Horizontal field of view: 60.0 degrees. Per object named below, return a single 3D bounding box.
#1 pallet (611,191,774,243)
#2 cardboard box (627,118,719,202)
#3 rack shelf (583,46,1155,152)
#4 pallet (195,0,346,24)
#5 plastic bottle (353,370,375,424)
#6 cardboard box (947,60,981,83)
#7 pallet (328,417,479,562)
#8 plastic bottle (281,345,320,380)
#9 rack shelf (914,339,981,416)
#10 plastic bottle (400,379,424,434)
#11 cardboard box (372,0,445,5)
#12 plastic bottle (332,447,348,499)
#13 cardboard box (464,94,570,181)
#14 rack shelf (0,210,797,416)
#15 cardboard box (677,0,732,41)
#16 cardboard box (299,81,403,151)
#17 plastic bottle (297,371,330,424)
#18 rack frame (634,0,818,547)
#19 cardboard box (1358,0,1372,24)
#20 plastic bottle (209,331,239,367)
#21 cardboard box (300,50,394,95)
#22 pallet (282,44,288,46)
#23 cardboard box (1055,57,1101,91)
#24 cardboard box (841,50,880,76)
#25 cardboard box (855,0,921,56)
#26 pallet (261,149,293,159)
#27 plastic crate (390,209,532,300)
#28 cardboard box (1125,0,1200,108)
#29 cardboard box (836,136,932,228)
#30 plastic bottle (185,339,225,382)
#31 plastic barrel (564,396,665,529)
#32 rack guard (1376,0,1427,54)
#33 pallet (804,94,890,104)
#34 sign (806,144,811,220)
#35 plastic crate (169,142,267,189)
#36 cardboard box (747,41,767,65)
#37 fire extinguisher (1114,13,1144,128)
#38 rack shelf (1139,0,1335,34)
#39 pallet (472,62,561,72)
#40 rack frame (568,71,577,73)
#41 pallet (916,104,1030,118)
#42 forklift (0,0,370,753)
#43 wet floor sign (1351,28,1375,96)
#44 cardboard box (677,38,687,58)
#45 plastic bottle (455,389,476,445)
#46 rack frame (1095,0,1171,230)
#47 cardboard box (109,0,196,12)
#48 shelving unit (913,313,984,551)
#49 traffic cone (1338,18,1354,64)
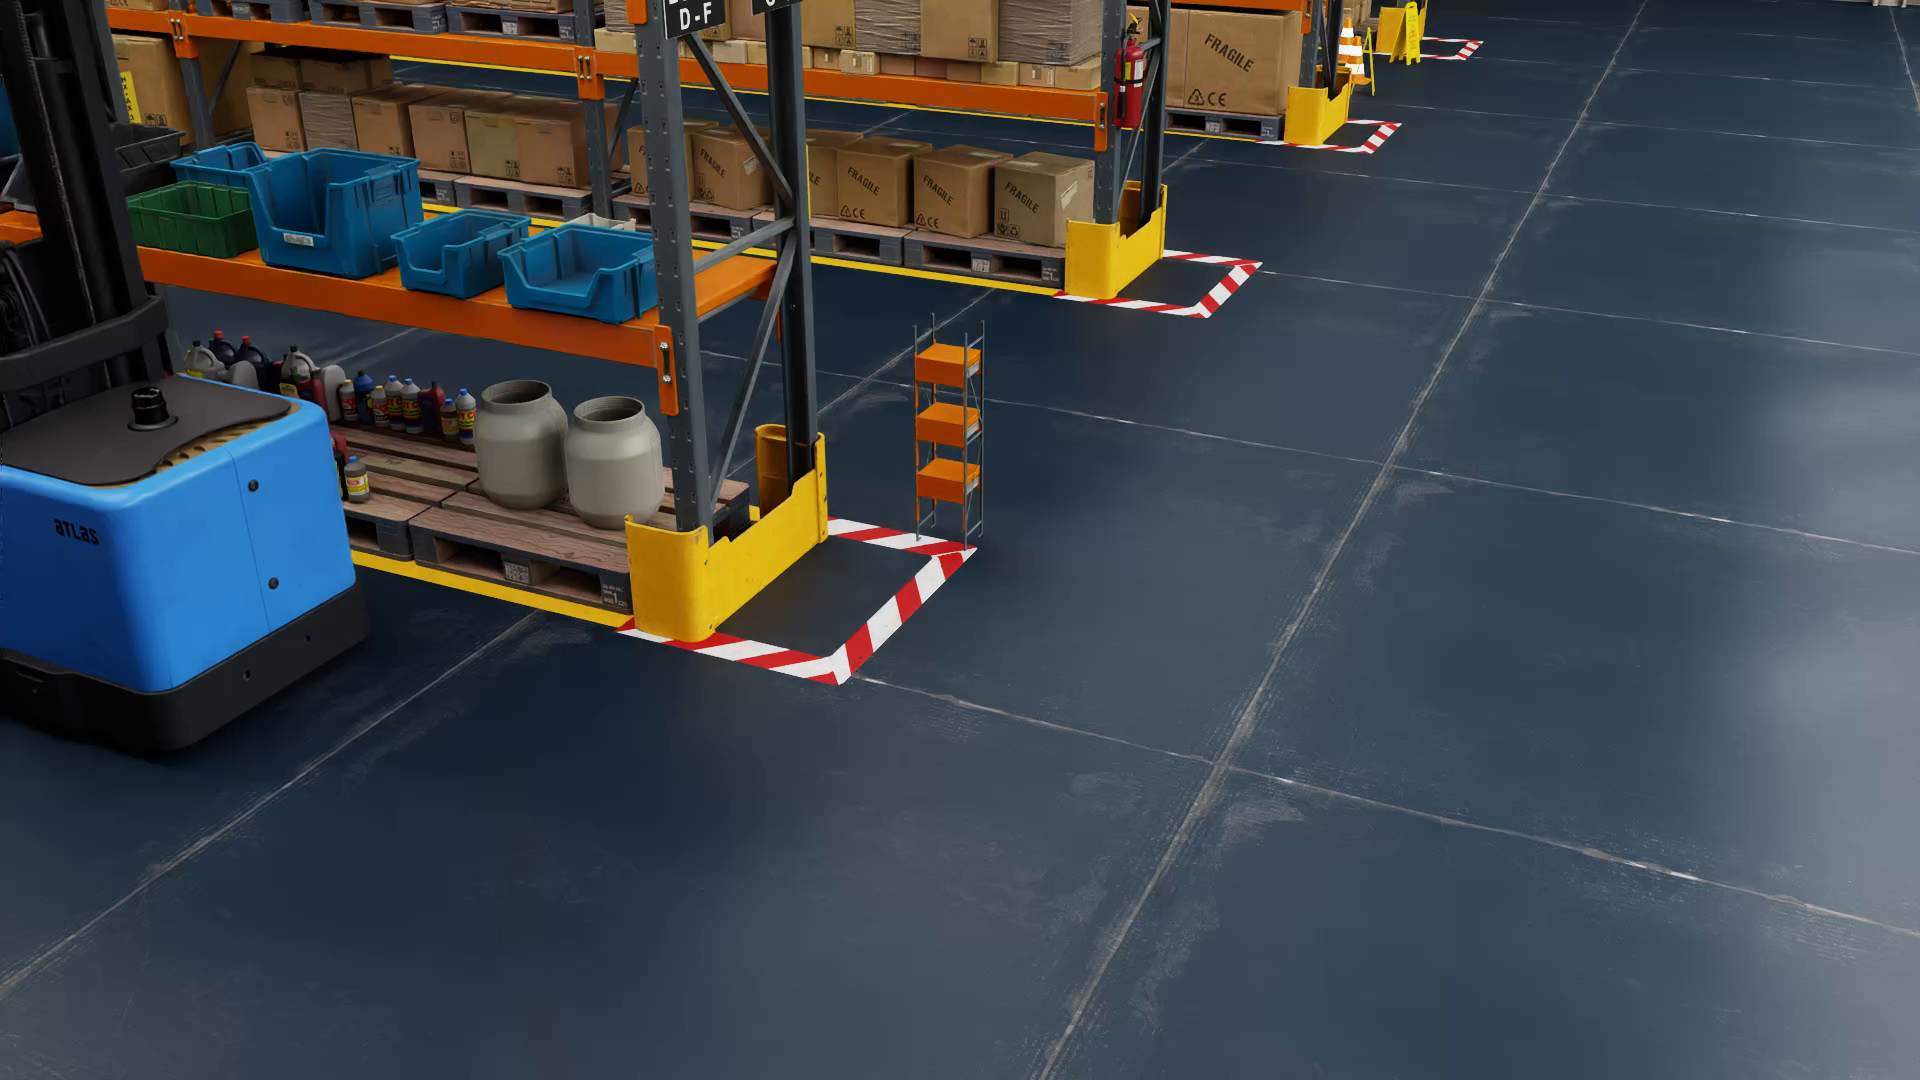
[{"bbox_3d":[-1.871,-2.545,12.681,1.213,0.211,1.003,11,28,22],"label":"pallet"},{"bbox_3d":[-2.150,-2.883,12.563,0.500,0.500,0.500,10,28,20],"label":"cardboard box"},{"bbox_3d":[-0.676,-3.216,11.701,4.000,0.370,1.077,11,28,22],"label":"rack shelf"},{"bbox_3d":[-5.445,-4.463,13.636,1.003,0.211,1.213,11,28,22],"label":"pallet"},{"bbox_3d":[-3.015,-0.730,8.428,0.097,0.271,0.097,0,26,0],"label":"plastic bottle"},{"bbox_3d":[0.102,-3.153,11.042,0.250,0.149,0.380,11,28,22],"label":"cardboard box"},{"bbox_3d":[-2.839,-0.300,8.121,1.213,0.211,1.003,11,28,22],"label":"pallet"},{"bbox_3d":[-3.373,-0.826,8.533,0.185,0.351,0.144,11,28,21],"label":"plastic bottle"},{"bbox_3d":[-0.048,-0.726,7.418,0.240,0.259,0.215,11,28,22],"label":"rack shelf"},{"bbox_3d":[-2.740,-0.675,8.315,0.097,0.271,0.097,0,26,0],"label":"plastic bottle"},{"bbox_3d":[-4.113,-4.419,12.738,0.637,0.503,0.797,15,30,27],"label":"cardboard box"},{"bbox_3d":[-2.873,-0.334,7.610,0.133,0.283,0.061,12,29,23],"label":"plastic bottle"},{"bbox_3d":[-3.474,-3.196,13.178,0.500,0.500,0.700,11,28,21],"label":"cardboard box"},{"bbox_3d":[-2.727,-1.225,7.656,4.000,0.370,1.077,11,28,22],"label":"rack shelf"},{"bbox_3d":[-1.672,-3.870,11.765,0.500,0.500,0.875,11,28,22],"label":"cardboard box"},{"bbox_3d":[-5.010,-3.501,13.798,0.500,0.500,0.700,9,28,18],"label":"cardboard box"},{"bbox_3d":[-3.270,-0.722,8.397,0.133,0.283,0.061,11,28,22],"label":"plastic bottle"},{"bbox_3d":[-0.906,-1.182,6.755,0.127,3.000,1.000,11,28,22],"label":"rack frame"},{"bbox_3d":[4.626,-6.372,19.933,0.500,0.250,0.500,11,28,21],"label":"cardboard box"},{"bbox_3d":[-3.842,-0.920,8.724,0.185,0.351,0.144,11,28,20],"label":"plastic bottle"},{"bbox_3d":[-5.029,-3.845,13.647,0.500,0.250,0.500,15,30,28],"label":"cardboard box"},{"bbox_3d":[-8.260,-6.201,20.106,1.213,0.211,1.003,11,28,22],"label":"pallet"},{"bbox_3d":[0.799,-3.030,10.793,0.250,0.149,0.380,11,28,22],"label":"cardboard box"},{"bbox_3d":[-0.610,-3.262,11.264,0.250,0.149,0.380,11,28,22],"label":"cardboard box"},{"bbox_3d":[-0.287,-3.615,11.247,0.500,0.500,0.875,11,28,22],"label":"cardboard box"},{"bbox_3d":[-5.428,-3.242,14.095,1.213,0.211,1.003,11,28,22],"label":"pallet"},{"bbox_3d":[-2.074,-1.207,6.975,0.408,0.251,0.499,11,28,22],"label":"plastic crate"},{"bbox_3d":[1.843,-4.642,15.713,0.875,0.875,0.875,11,28,21],"label":"cardboard box"},{"bbox_3d":[-0.538,-2.579,11.947,0.500,0.500,0.500,14,30,27],"label":"cardboard box"},{"bbox_3d":[-3.901,-0.862,8.607,0.185,0.351,0.144,11,28,22],"label":"plastic bottle"},{"bbox_3d":[-1.537,-0.344,7.394,0.421,0.512,0.421,0,26,0],"label":"plastic barrel"},{"bbox_3d":[5.177,-6.051,19.474,0.348,0.500,1.175,11,28,22],"label":"rack guard"},{"bbox_3d":[-1.086,-4.740,17.139,1.213,0.211,1.003,11,28,22],"label":"pallet"},{"bbox_3d":[-0.674,-1.527,7.141,0.005,0.325,0.100,11,28,22],"label":"sign"},{"bbox_3d":[-3.427,-1.753,8.084,0.616,0.251,0.499,11,28,22],"label":"plastic crate"},{"bbox_3d":[-1.278,-3.413,11.571,0.250,0.149,0.380,11,28,22],"label":"cardboard box"},{"bbox_3d":[1.058,-2.933,10.398,0.183,0.674,0.296,11,28,22],"label":"fire extinguisher"},{"bbox_3d":[1.469,-5.192,15.715,4.000,0.370,1.077,11,28,22],"label":"rack shelf"},{"bbox_3d":[-4.704,-5.505,18.691,1.213,0.211,1.003,11,28,22],"label":"pallet"},{"bbox_3d":[-3.993,-6.612,17.784,0.127,3.000,1.000,11,28,22],"label":"rack frame"},{"bbox_3d":[0.308,-4.459,16.568,1.213,0.211,1.003,11,28,22],"label":"pallet"},{"bbox_3d":[-3.977,-0.968,6.398,3.031,2.935,1.130,12,29,23],"label":"forklift"},{"bbox_3d":[4.135,-4.884,16.939,0.232,0.644,0.267,6,27,13],"label":"wet floor sign"},{"bbox_3d":[-1.965,-3.546,11.842,0.250,0.149,0.380,11,28,22],"label":"cardboard box"},{"bbox_3d":[-2.428,-0.612,8.188,0.097,0.271,0.097,0,26,0],"label":"plastic bottle"},{"bbox_3d":[1.144,-3.174,10.800,0.127,3.000,1.000,11,28,22],"label":"rack frame"},{"bbox_3d":[-6.690,-4.672,13.730,0.500,0.500,0.500,12,29,23],"label":"cardboard box"},{"bbox_3d":[-0.049,-0.481,7.538,0.252,1.050,0.215,11,28,22],"label":"shelving unit"},{"bbox_3d":[4.321,-5.580,18.560,0.334,0.463,0.336,11,28,22],"label":"traffic cone"}]
